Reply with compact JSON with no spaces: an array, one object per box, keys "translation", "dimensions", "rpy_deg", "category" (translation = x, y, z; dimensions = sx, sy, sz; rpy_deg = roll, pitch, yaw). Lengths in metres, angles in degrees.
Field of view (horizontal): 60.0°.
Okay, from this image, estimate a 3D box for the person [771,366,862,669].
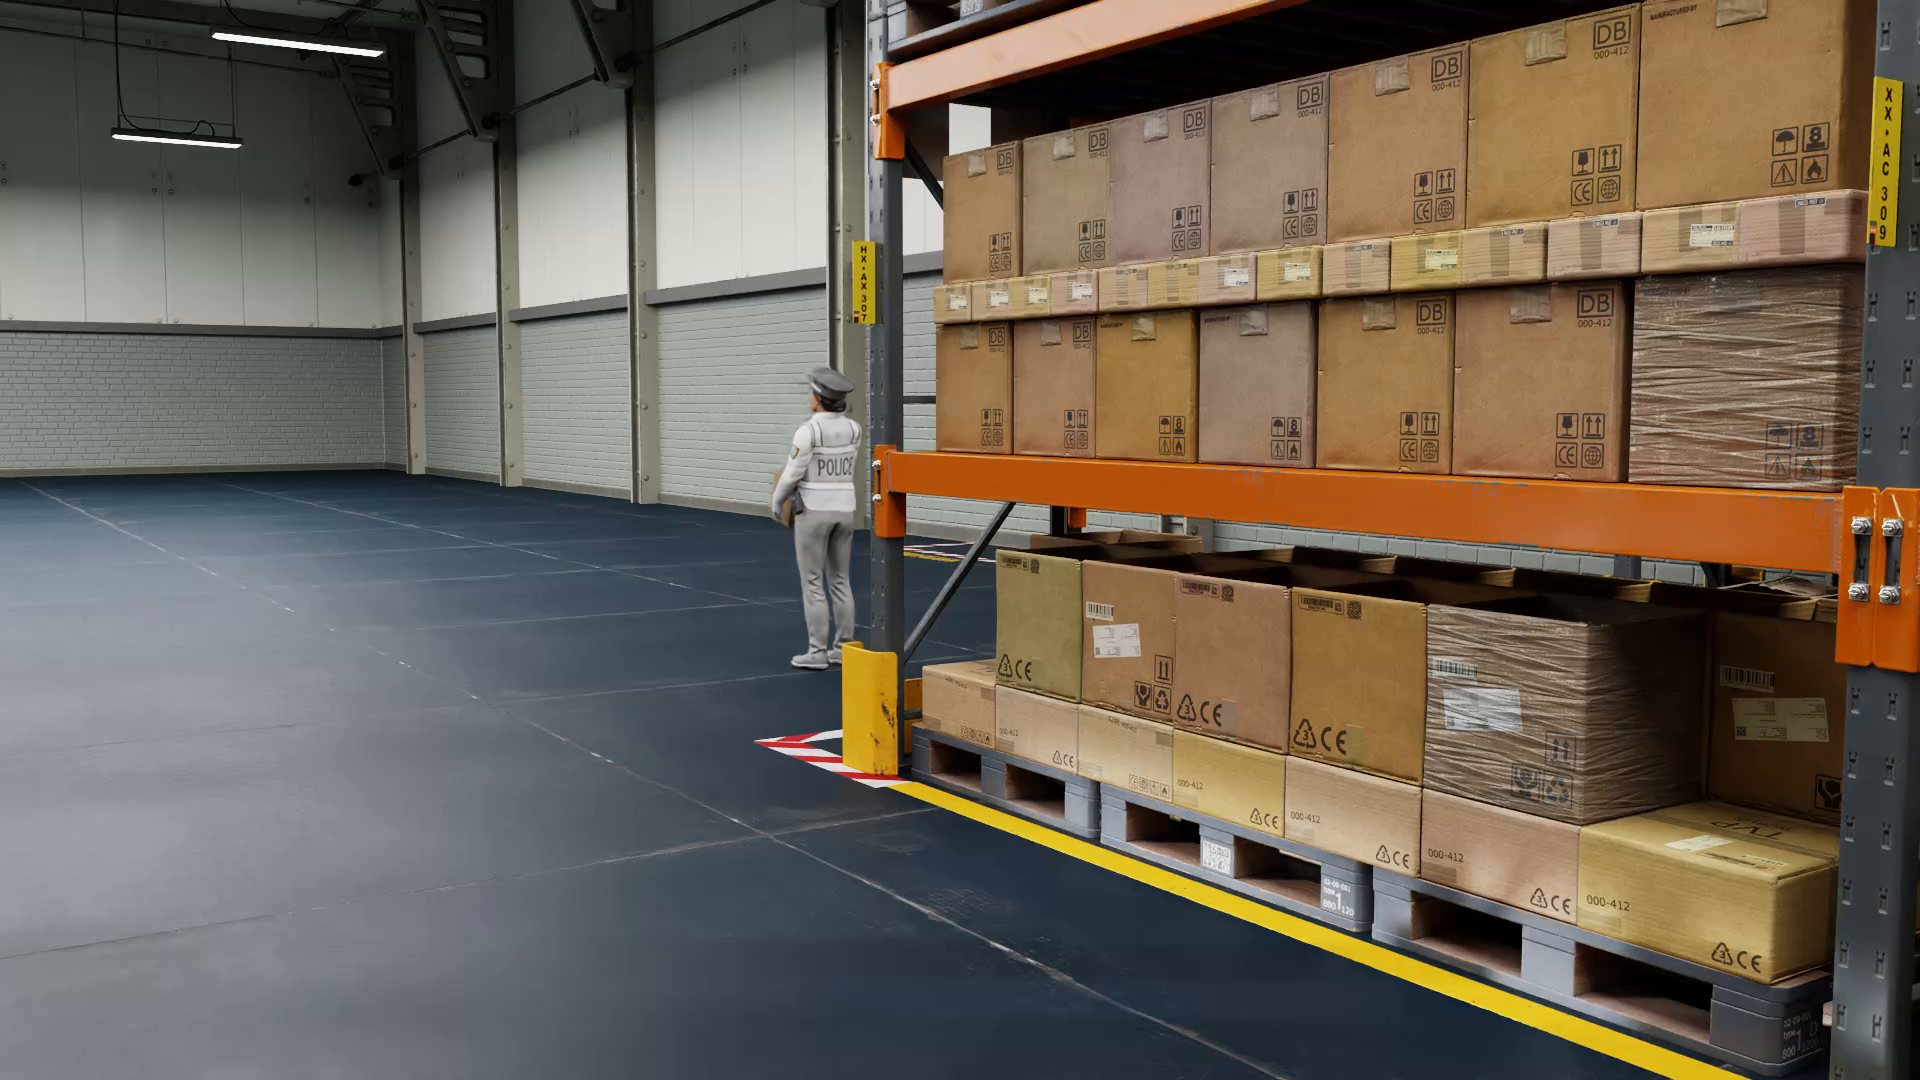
[{"translation":[-0.801,-0.127,9.374],"dimensions":[0.496,1.700,0.543],"rpy_deg":[-5,7,-44],"category":"person"}]
